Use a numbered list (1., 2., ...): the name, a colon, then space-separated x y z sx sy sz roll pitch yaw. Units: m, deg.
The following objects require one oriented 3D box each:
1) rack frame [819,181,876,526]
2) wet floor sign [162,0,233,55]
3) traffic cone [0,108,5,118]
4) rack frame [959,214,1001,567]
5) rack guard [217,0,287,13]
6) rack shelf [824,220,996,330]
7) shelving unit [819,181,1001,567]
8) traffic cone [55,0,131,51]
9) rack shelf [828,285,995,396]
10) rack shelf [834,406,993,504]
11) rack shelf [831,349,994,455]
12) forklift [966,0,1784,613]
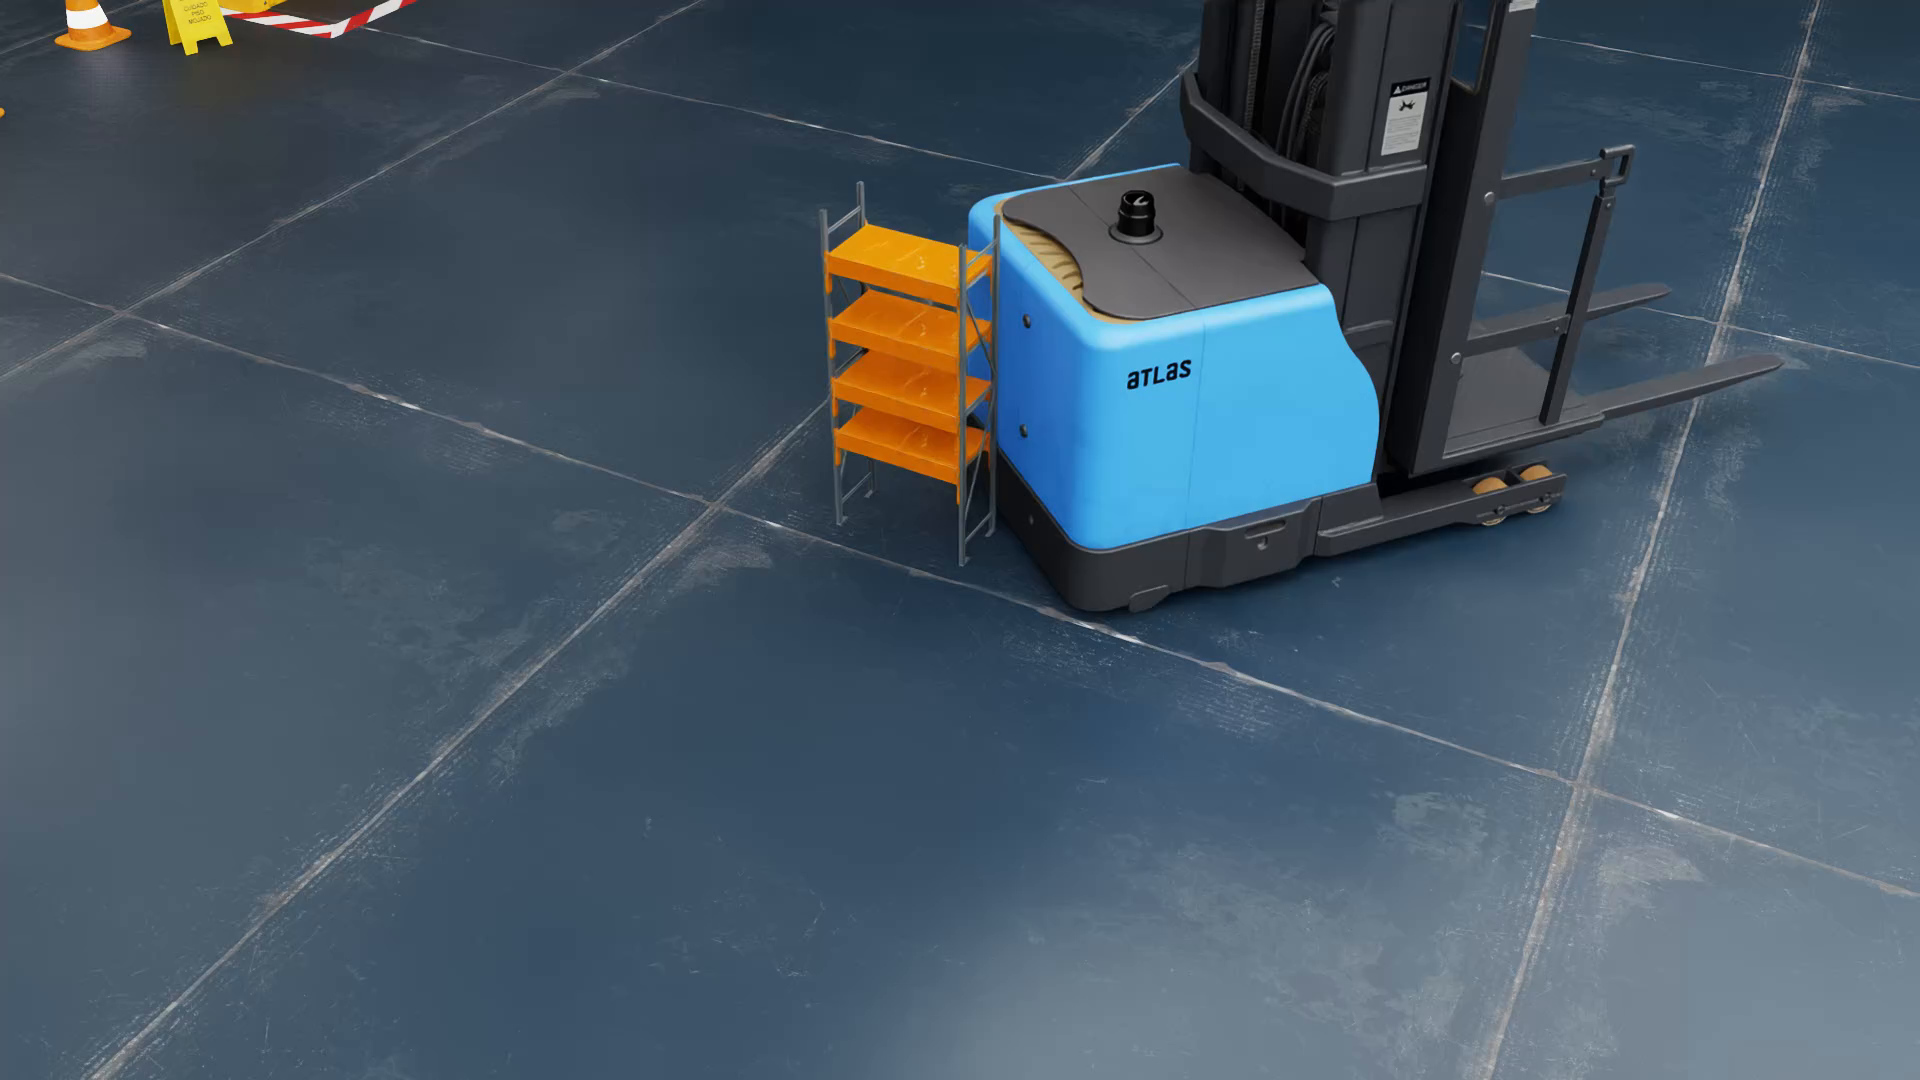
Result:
1. rack frame: -0.368 -0.592 5.538 0.015 1.200 0.240 18 41 22
2. wet floor sign: -4.318 -3.080 9.274 0.267 0.644 0.232 -29 46 -33
3. traffic cone: -5.179 -2.371 8.491 0.334 0.463 0.336 17 41 21
4. rack frame: 0.060 -0.451 5.351 0.015 1.200 0.240 18 41 22
5. rack guard: -4.062 -3.671 10.172 0.348 0.500 1.175 17 41 21
6. rack shelf: -0.154 -0.835 5.207 0.480 0.148 0.258 18 41 22
7. shelving unit: -0.154 -0.522 5.445 0.503 1.200 0.258 18 41 22
8. traffic cone: -4.970 -3.062 9.401 0.334 0.463 0.336 17 41 21
9. rack shelf: -0.154 -0.646 5.350 0.480 0.148 0.258 18 41 22
10. rack shelf: -0.154 -0.310 5.606 0.480 0.148 0.258 18 41 22
11. rack shelf: -0.154 -0.468 5.485 0.480 0.148 0.258 18 41 22
12. forklift: 1.580 -1.500 5.302 3.031 2.935 1.130 -14 39 -18
